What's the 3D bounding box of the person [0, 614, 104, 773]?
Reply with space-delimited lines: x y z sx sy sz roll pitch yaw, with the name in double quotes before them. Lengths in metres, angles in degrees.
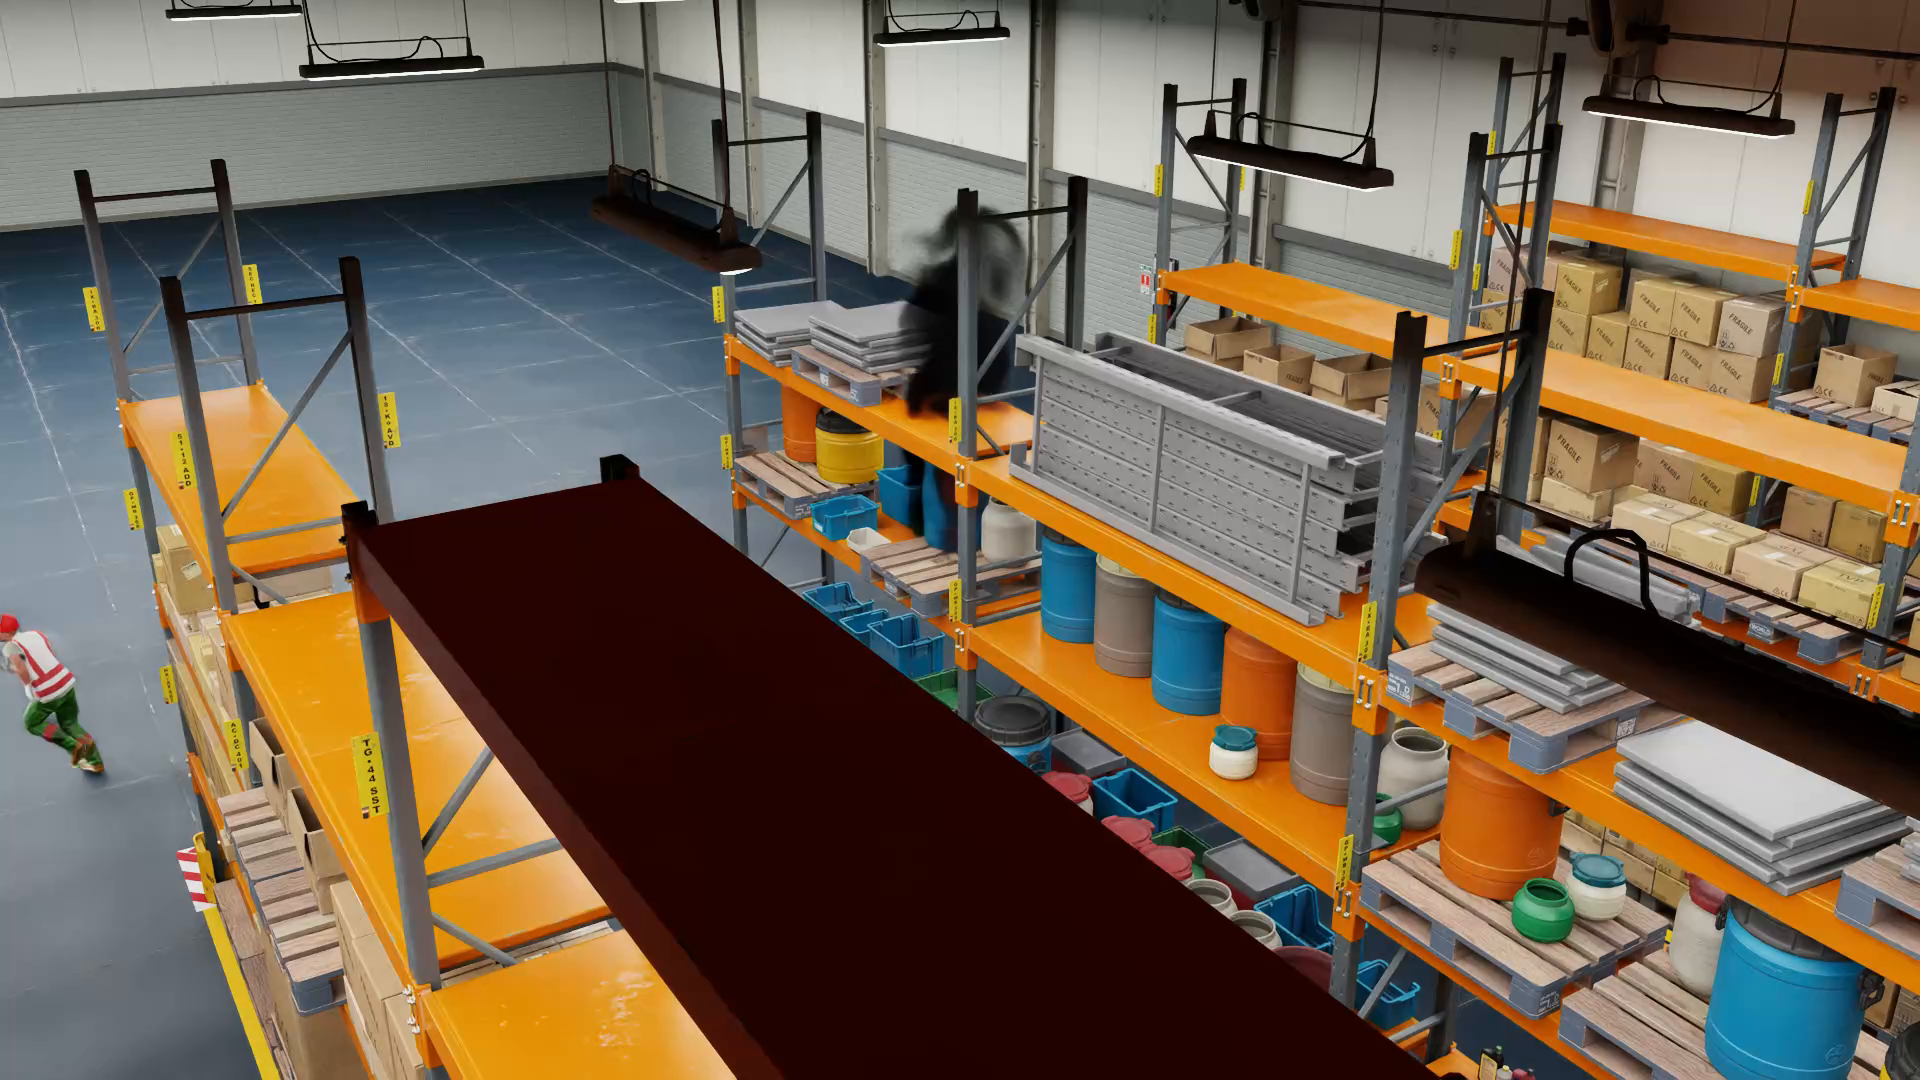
"person" -8.612 1.461 15.577 0.895 1.608 0.701 3 22 7
